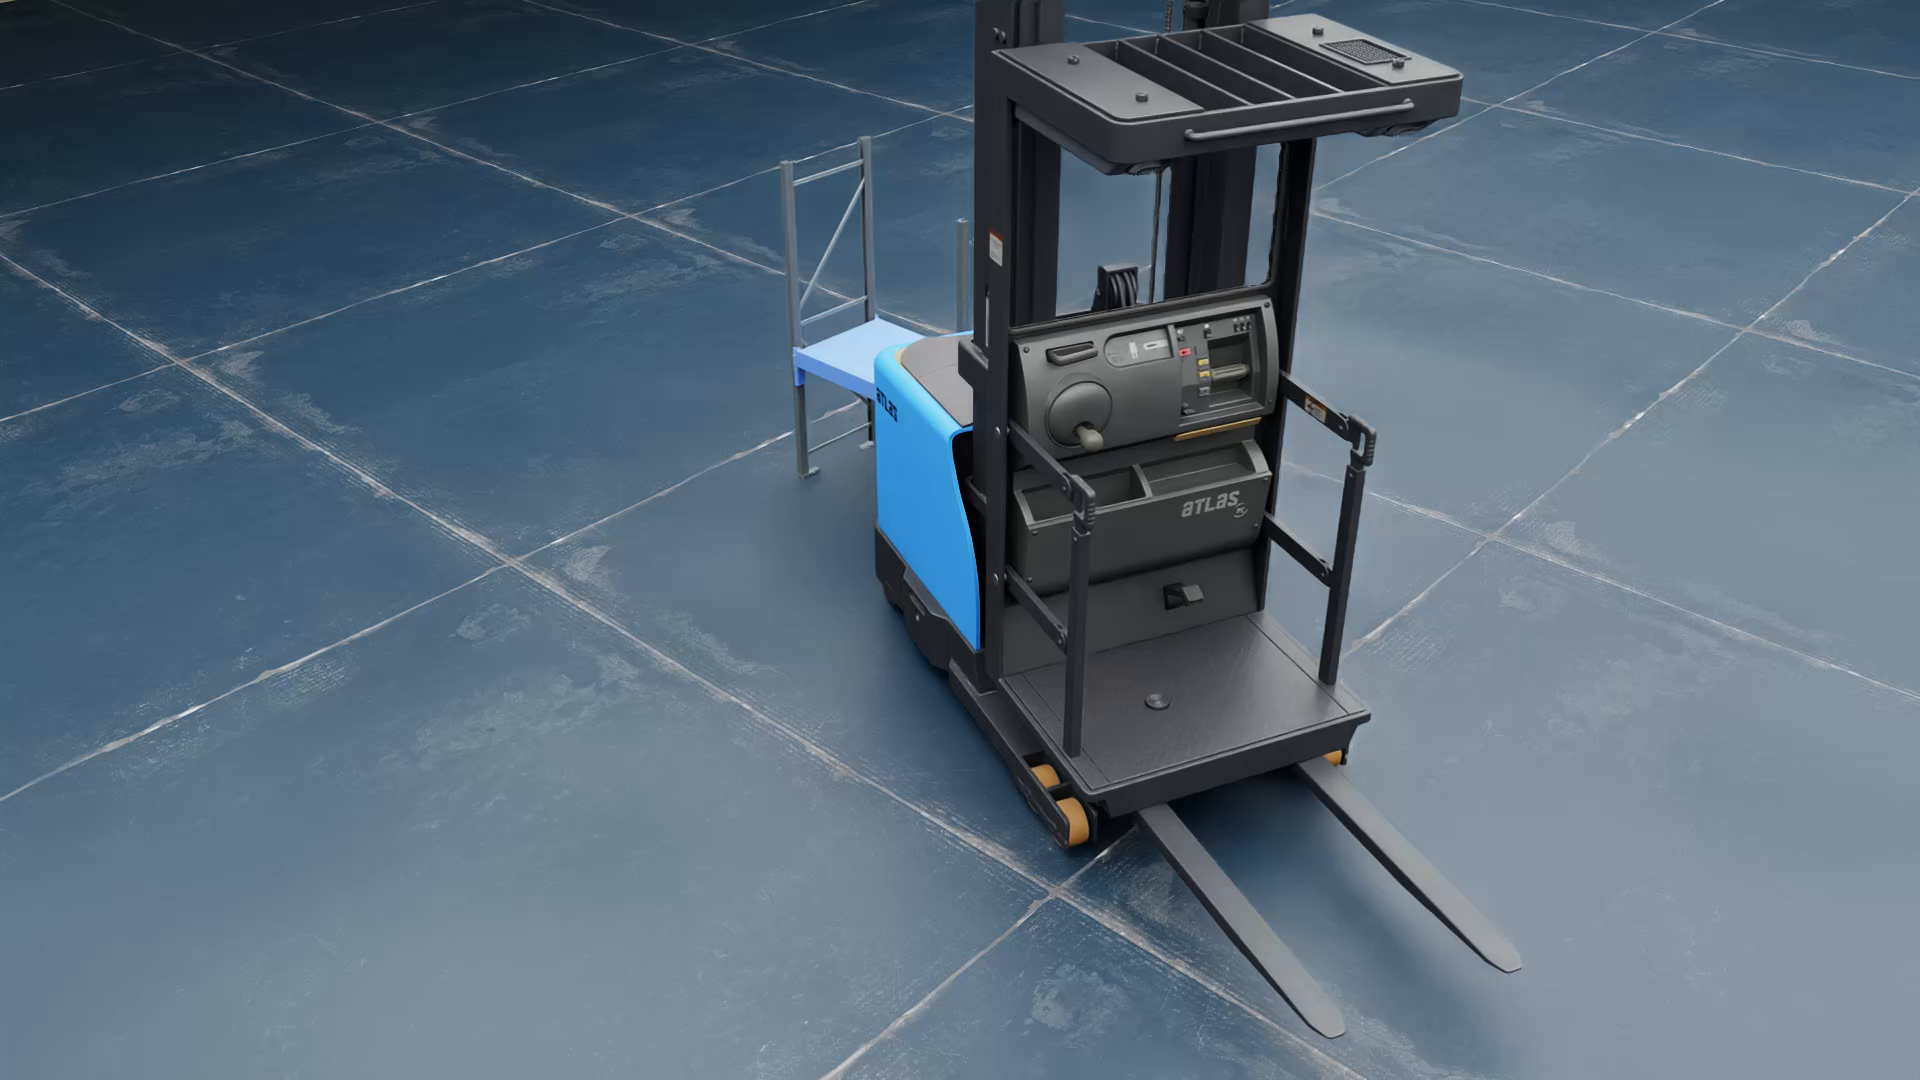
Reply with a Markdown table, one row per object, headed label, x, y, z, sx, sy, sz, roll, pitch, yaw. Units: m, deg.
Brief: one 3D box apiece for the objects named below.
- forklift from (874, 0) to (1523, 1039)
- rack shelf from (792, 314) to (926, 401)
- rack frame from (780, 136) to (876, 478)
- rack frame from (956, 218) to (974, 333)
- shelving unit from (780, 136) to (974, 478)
| label | x | y | z | sx | sy | sz | roll | pitch | yaw |
| --- | --- | --- | --- | --- | --- | --- | --- | --- | --- |
| forklift | 0.707 | -0.483 | 5.211 | 1.130 | 2.935 | 3.031 | -13 | 33 | -20 |
| rack shelf | -0.203 | -0.696 | 7.300 | 1.000 | 0.185 | 0.538 | 26 | 40 | 36 |
| rack frame | -0.573 | -1.029 | 7.506 | 0.032 | 1.500 | 0.500 | 26 | 40 | 36 |
| rack frame | 0.168 | -0.670 | 6.909 | 0.032 | 1.500 | 0.500 | 26 | 40 | 36 |
| shelving unit | -0.203 | -0.850 | 7.208 | 1.048 | 1.500 | 0.538 | 26 | 40 | 36 |
